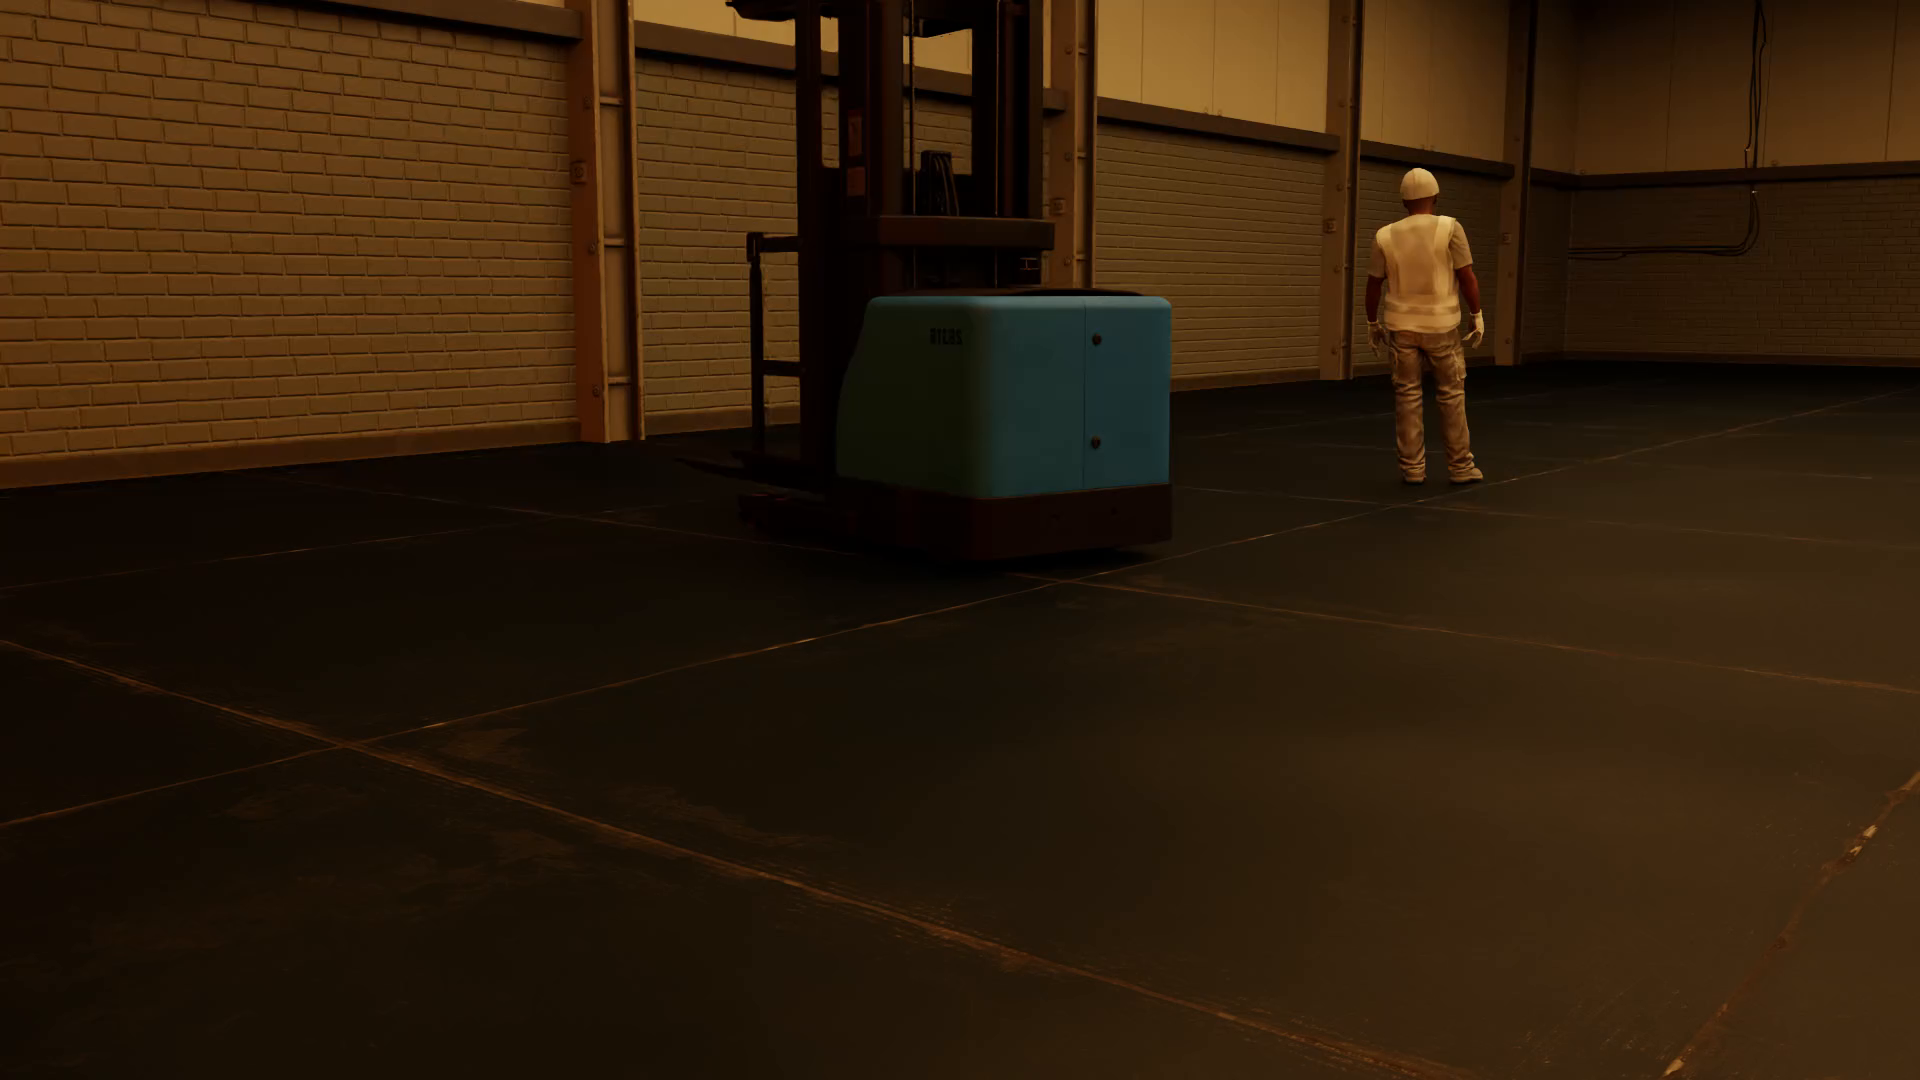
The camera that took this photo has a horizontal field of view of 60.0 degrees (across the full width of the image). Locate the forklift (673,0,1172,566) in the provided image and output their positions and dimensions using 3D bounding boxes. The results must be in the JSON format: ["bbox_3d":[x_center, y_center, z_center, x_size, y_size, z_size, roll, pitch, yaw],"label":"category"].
[{"bbox_3d":[-0.380,-1.517,7.651,1.130,2.935,3.031,-6,10,-35],"label":"forklift"}]

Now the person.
[{"bbox_3d":[2.682,-1.225,9.567,0.656,1.781,0.578,4,9,27],"label":"person"}]
